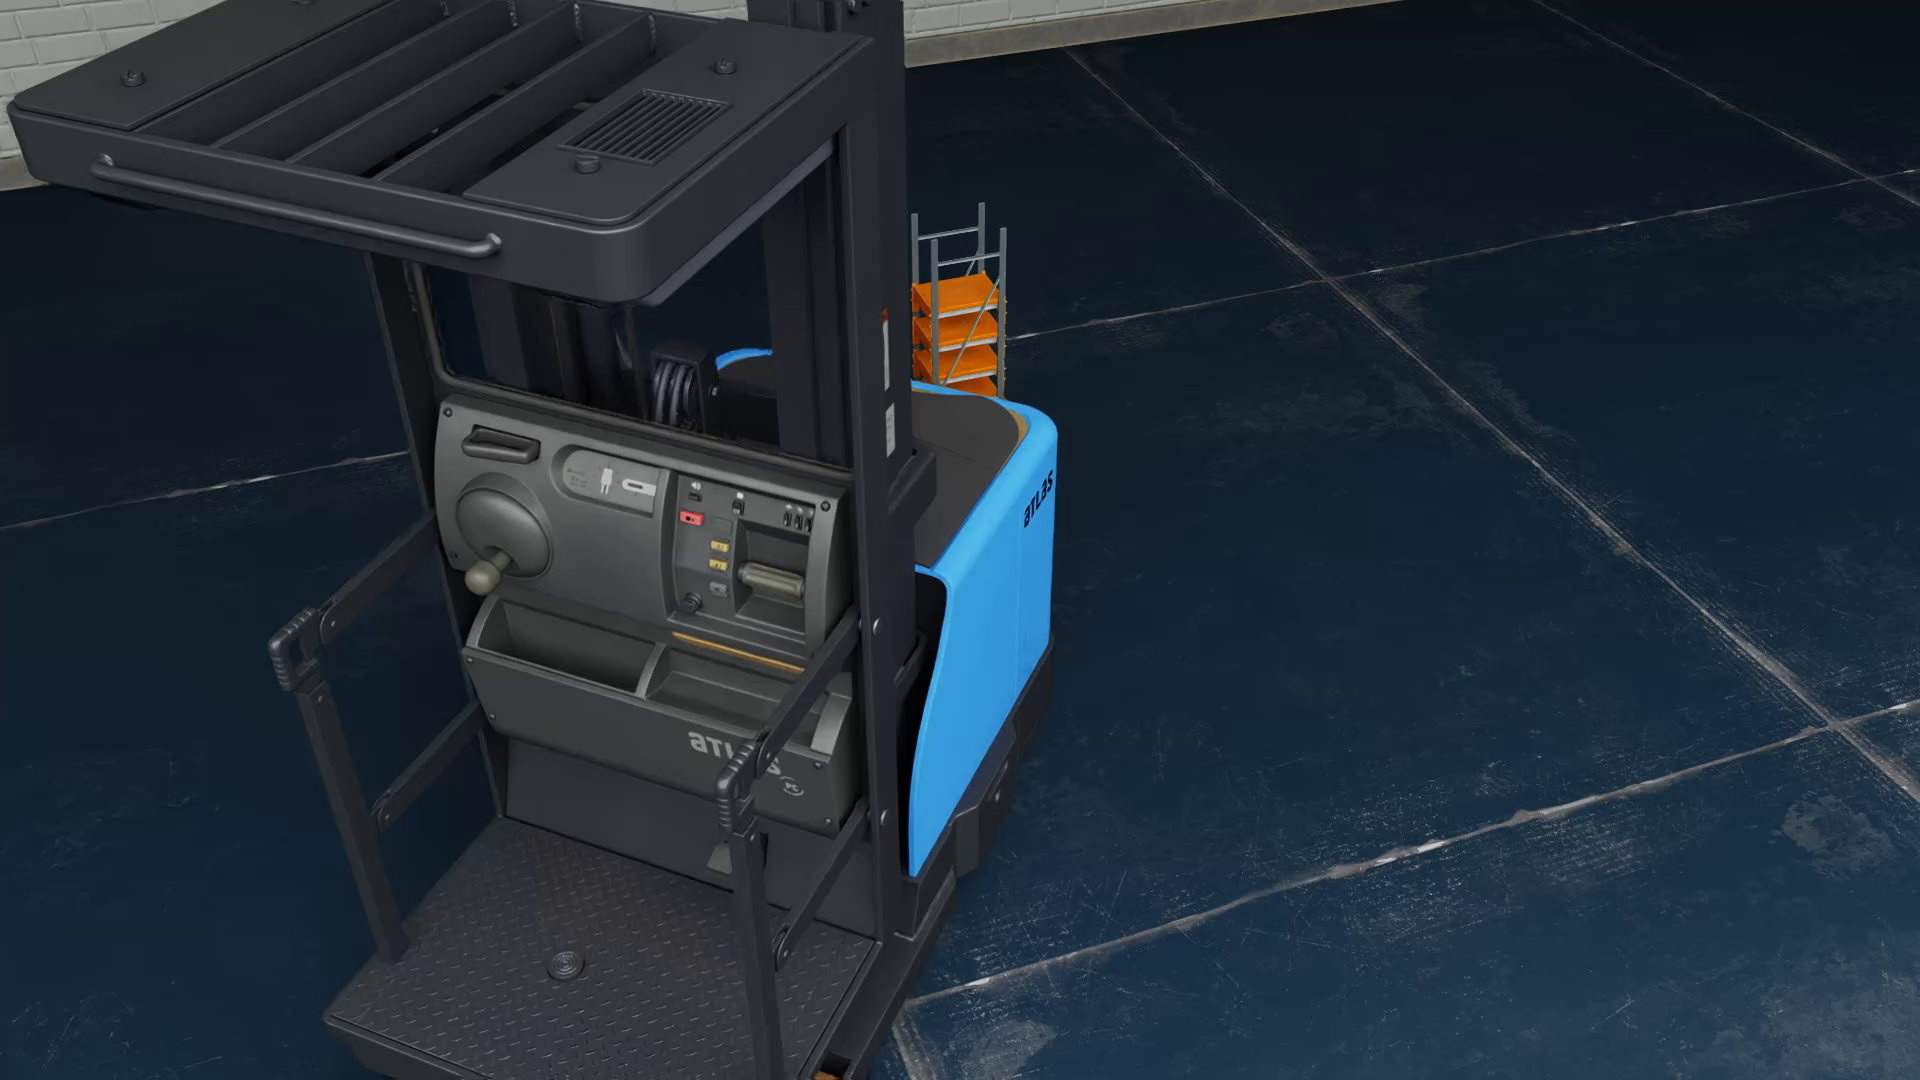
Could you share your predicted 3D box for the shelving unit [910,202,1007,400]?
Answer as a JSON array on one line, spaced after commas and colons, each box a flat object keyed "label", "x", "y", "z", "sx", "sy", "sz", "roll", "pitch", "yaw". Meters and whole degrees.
[{"label": "shelving unit", "x": -0.005, "y": -0.487, "z": 5.400, "sx": 0.258, "sy": 1.200, "sz": 0.189, "roll": -12, "pitch": 39, "yaw": -16}]

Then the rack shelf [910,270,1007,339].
[{"label": "rack shelf", "x": -0.005, "y": -0.739, "z": 5.210, "sx": 0.258, "sy": 0.103, "sz": 0.180, "roll": -12, "pitch": 39, "yaw": -16}]

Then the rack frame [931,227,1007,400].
[{"label": "rack frame", "x": 0.027, "y": -0.436, "z": 5.331, "sx": 0.240, "sy": 1.200, "sz": 0.006, "roll": -12, "pitch": 39, "yaw": -16}]

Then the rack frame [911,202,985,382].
[{"label": "rack frame", "x": -0.036, "y": -0.539, "z": 5.468, "sx": 0.240, "sy": 1.200, "sz": 0.006, "roll": -12, "pitch": 39, "yaw": -16}]

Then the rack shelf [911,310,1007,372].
[{"label": "rack shelf", "x": -0.005, "y": -0.644, "z": 5.282, "sx": 0.258, "sy": 0.103, "sz": 0.180, "roll": -12, "pitch": 39, "yaw": -16}]

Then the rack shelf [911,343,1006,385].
[{"label": "rack shelf", "x": -0.005, "y": -0.548, "z": 5.354, "sx": 0.258, "sy": 0.103, "sz": 0.180, "roll": -12, "pitch": 39, "yaw": -16}]

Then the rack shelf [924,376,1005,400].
[{"label": "rack shelf", "x": -0.005, "y": -0.452, "z": 5.427, "sx": 0.258, "sy": 0.103, "sz": 0.180, "roll": -12, "pitch": 39, "yaw": -16}]

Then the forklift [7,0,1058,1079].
[{"label": "forklift", "x": -0.757, "y": 0.049, "z": 3.249, "sx": 1.130, "sy": 2.935, "sz": 3.031, "roll": 14, "pitch": 39, "yaw": 18}]
